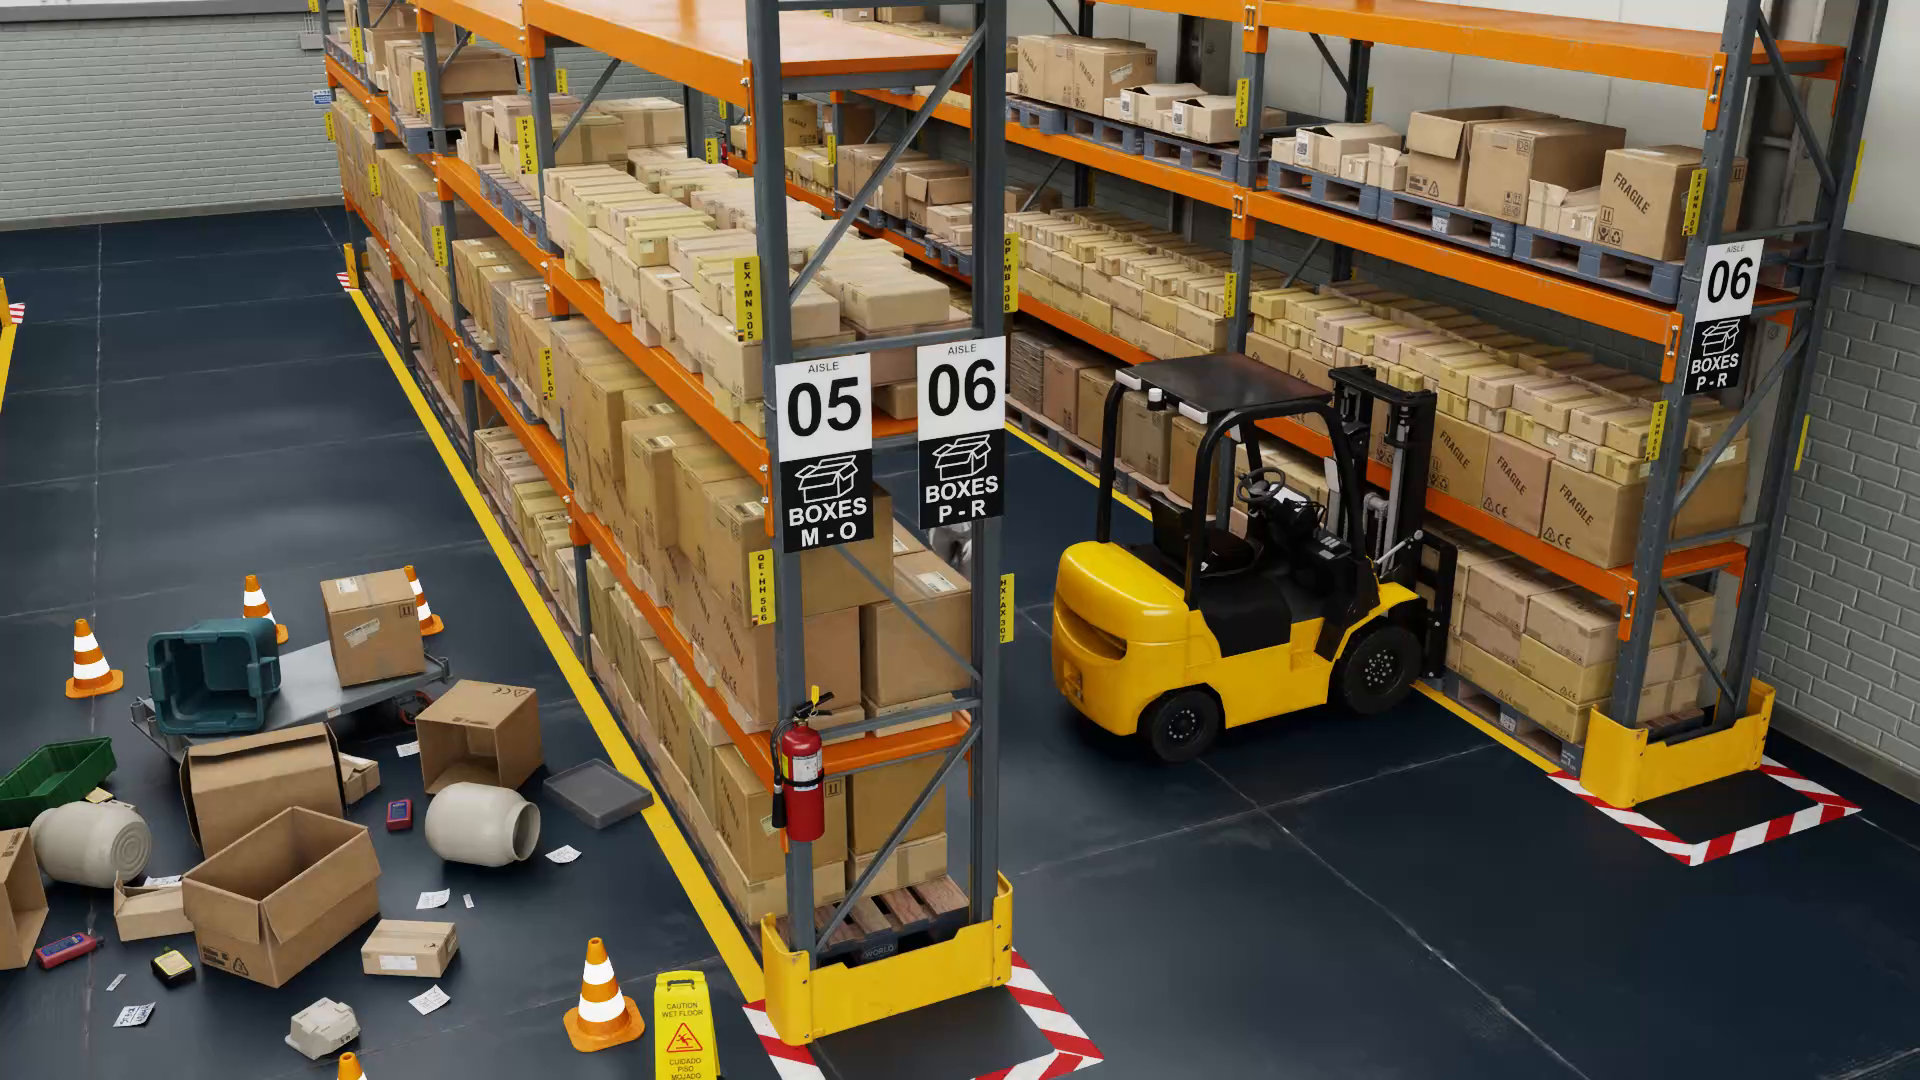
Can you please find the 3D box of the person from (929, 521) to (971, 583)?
[{"bbox_3d":[-0.013,-0.031,11.138,0.496,1.628,0.424,16,27,34],"label":"person"}]
